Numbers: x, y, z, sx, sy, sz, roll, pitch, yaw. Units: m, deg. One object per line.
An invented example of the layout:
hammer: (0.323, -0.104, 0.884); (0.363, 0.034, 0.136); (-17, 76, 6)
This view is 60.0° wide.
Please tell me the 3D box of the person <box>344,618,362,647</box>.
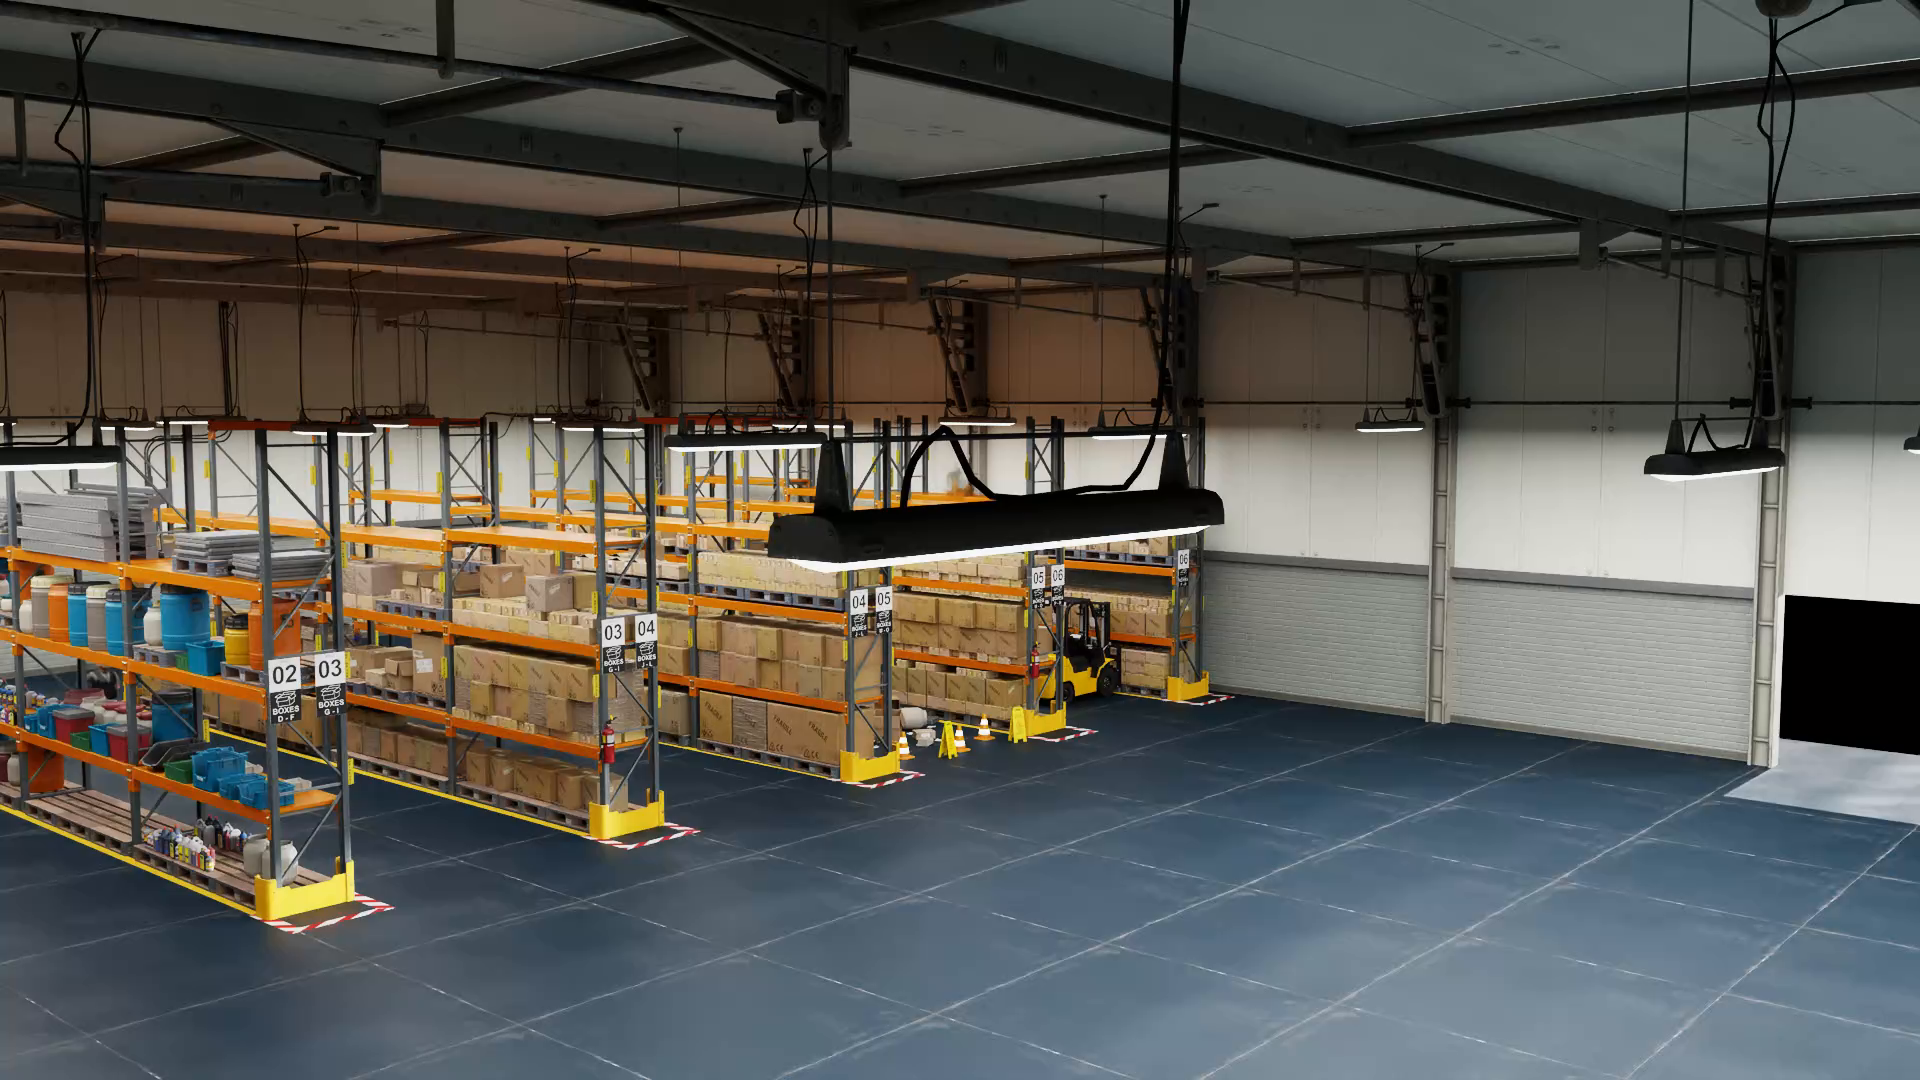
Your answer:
person: (-13.251, 2.532, 35.967); (0.593, 1.722, 0.744); (-4, 6, -42)

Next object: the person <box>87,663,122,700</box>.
person: (-15.464, 3.019, 30.080); (0.729, 1.685, 0.629); (2, 5, 26)
